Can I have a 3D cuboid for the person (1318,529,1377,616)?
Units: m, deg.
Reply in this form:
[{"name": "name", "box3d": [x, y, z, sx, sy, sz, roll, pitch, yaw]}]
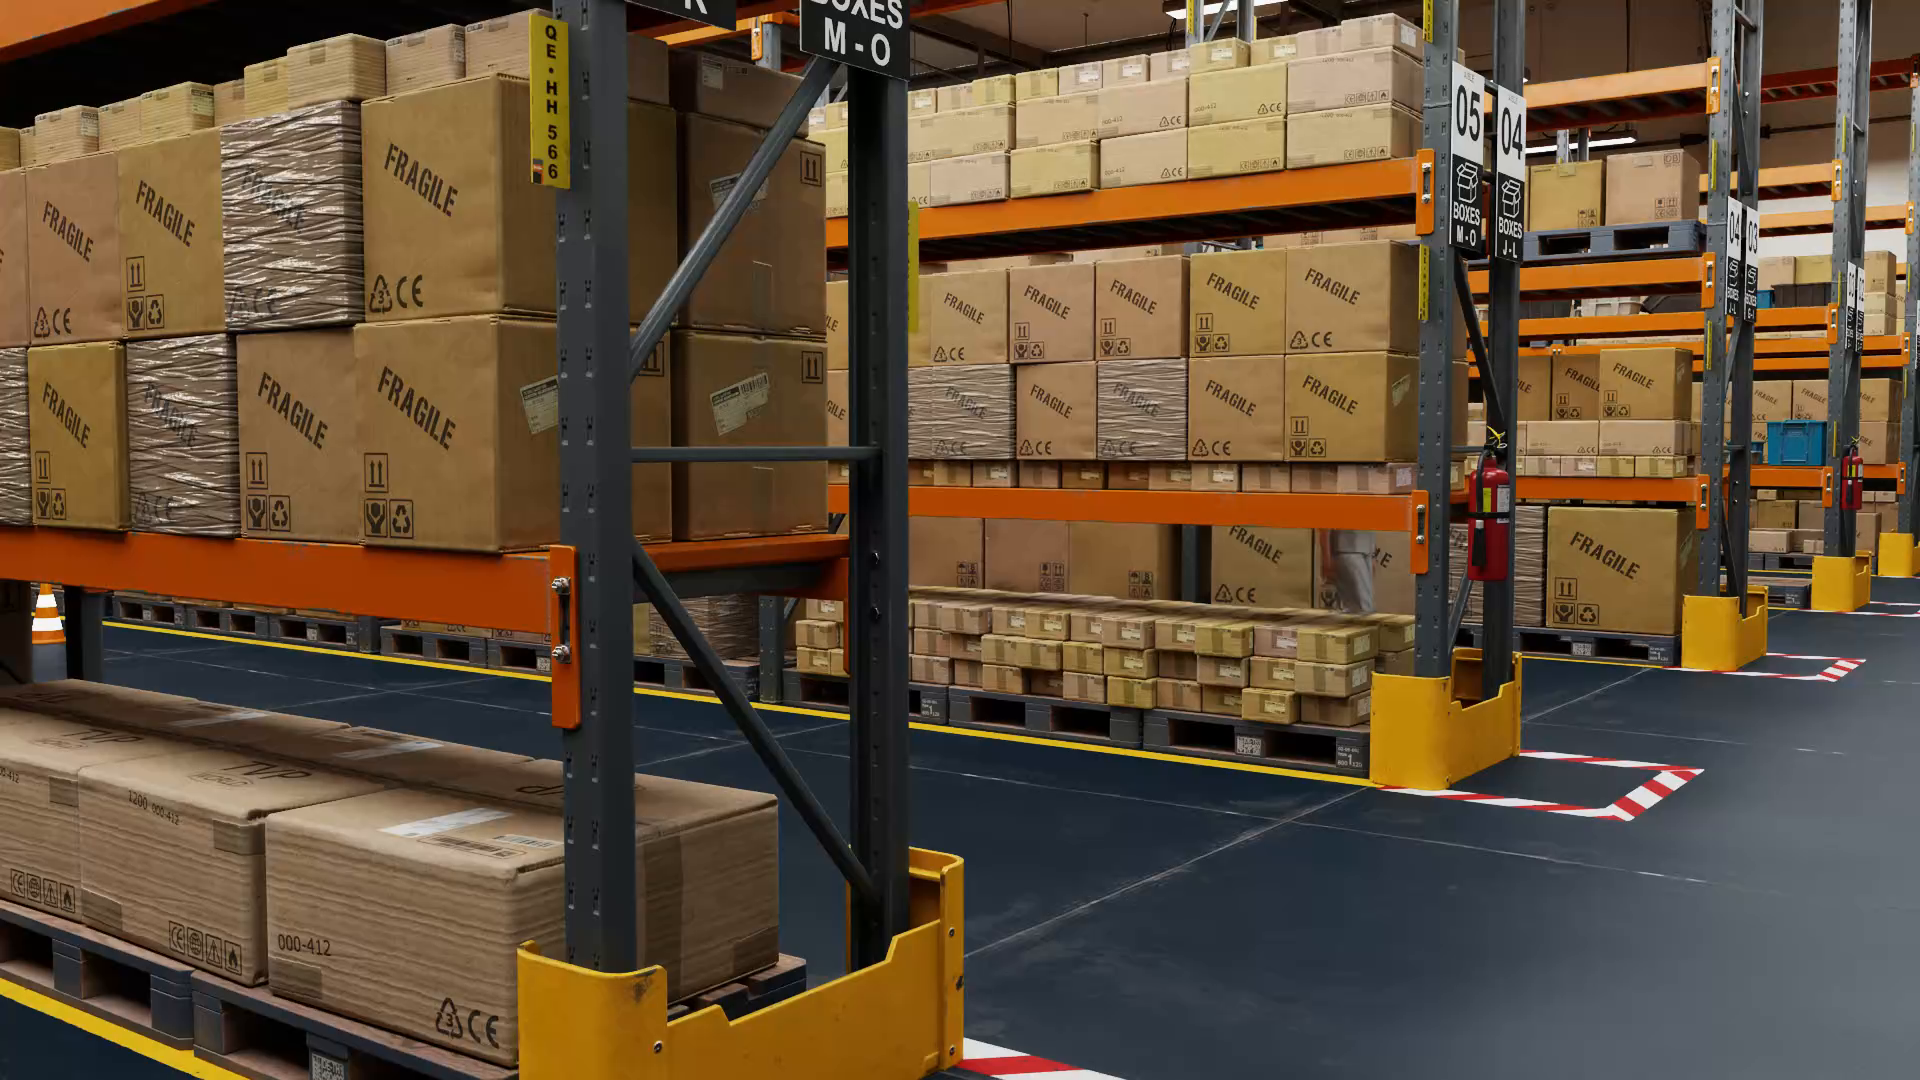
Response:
[{"name": "person", "box3d": [2.329, 0.100, 10.012, 0.480, 1.662, 0.443, 3, 4, 42]}]
